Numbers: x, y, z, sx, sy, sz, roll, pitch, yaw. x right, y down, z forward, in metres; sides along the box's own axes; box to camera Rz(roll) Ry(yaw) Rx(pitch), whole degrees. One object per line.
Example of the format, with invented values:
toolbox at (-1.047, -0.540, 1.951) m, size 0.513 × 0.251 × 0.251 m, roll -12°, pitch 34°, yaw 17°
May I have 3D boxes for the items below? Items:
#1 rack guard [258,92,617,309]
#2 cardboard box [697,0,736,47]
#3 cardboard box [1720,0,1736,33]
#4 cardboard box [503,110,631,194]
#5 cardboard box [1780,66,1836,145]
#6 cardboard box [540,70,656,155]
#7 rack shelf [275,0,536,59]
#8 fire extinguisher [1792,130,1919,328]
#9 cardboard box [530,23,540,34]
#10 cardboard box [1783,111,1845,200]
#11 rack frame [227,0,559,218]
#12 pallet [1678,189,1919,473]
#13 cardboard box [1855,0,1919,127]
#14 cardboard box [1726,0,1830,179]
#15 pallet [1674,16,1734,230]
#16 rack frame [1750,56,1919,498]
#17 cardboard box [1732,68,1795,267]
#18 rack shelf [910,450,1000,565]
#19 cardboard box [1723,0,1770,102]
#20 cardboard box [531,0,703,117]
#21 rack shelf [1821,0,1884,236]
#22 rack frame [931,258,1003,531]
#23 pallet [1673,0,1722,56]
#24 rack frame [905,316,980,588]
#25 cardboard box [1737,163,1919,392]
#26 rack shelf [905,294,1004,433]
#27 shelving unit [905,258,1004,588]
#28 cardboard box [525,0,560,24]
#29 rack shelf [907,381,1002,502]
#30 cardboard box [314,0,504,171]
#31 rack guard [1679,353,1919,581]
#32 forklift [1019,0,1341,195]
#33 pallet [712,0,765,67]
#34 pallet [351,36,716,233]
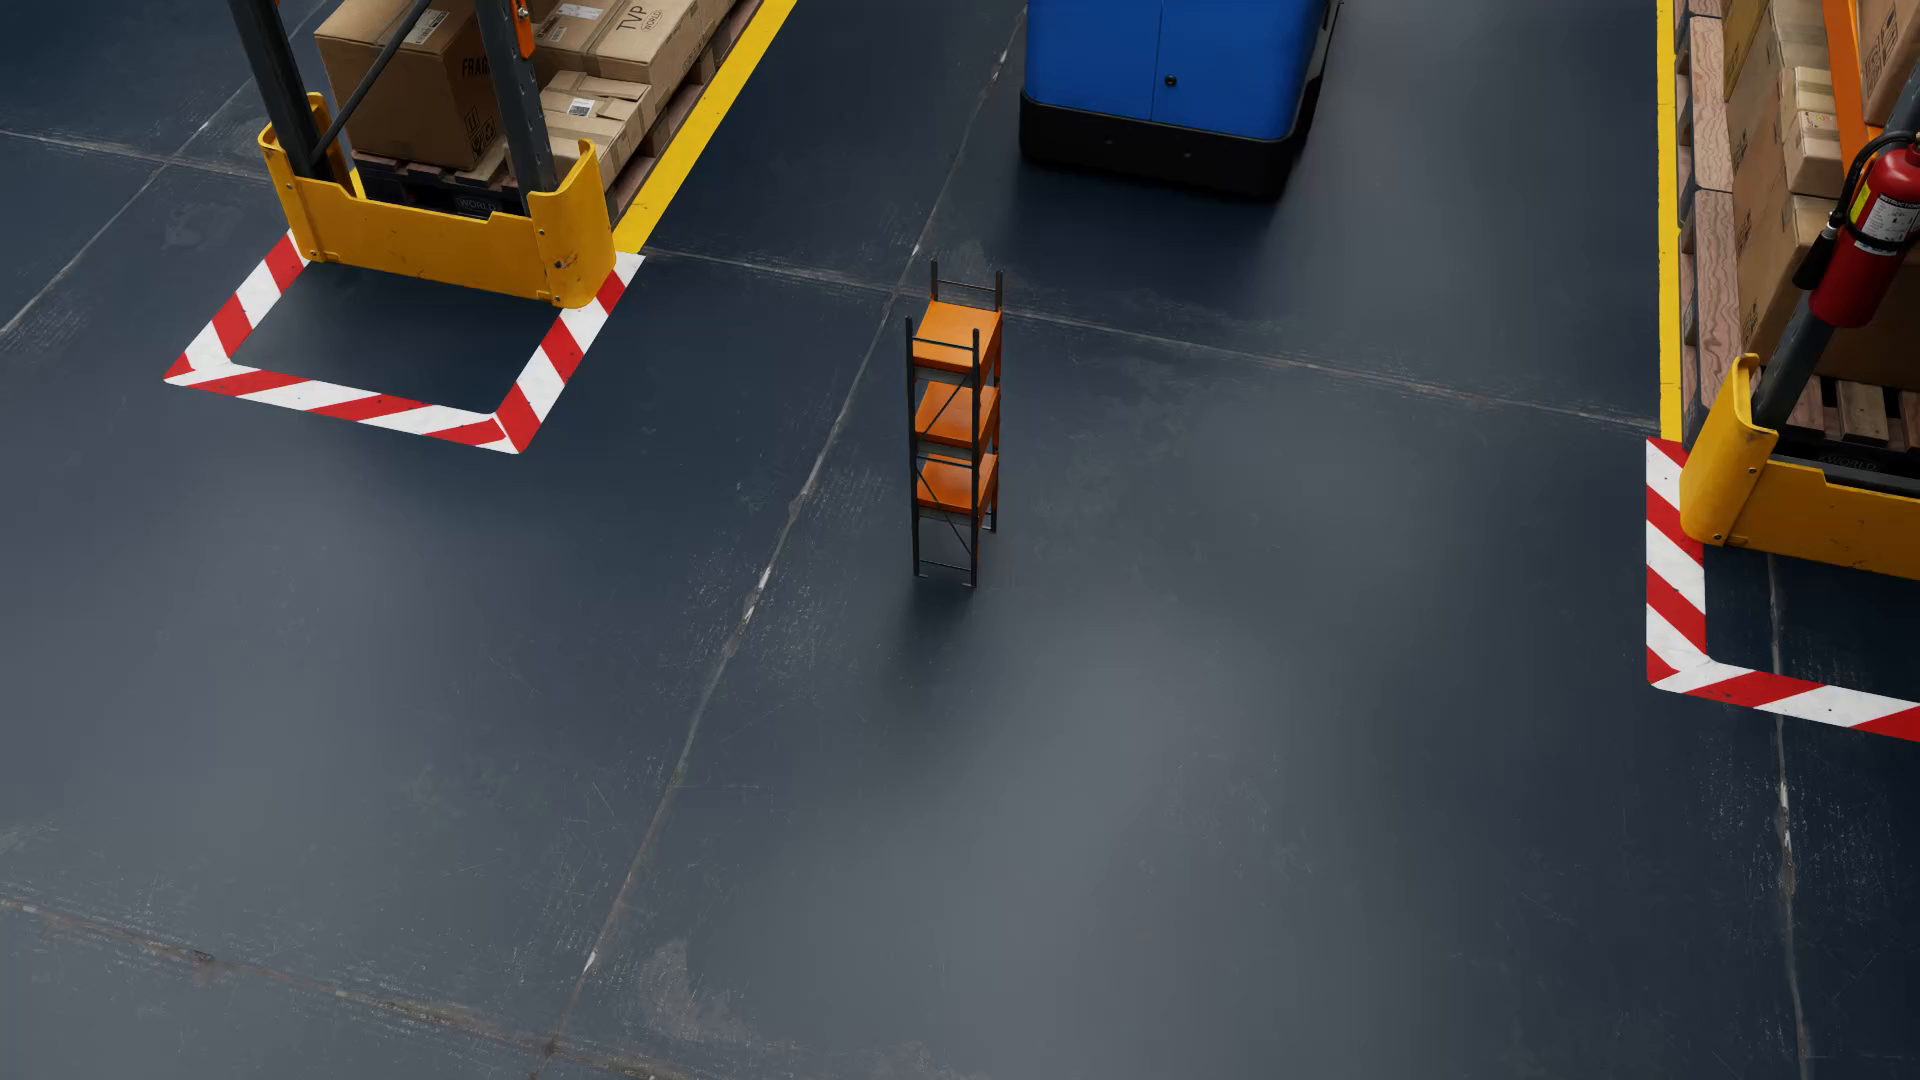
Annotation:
rack guard at (-1.867, -1.225, 5.998) m, size 1.175 × 0.500 × 0.348 m, roll 12°, pitch 50°, yaw 10°
cardboard box at (-1.207, -2.293, 6.814) m, size 0.500 × 0.250 × 0.500 m, roll 12°, pitch 50°, yaw 10°
cardboard box at (3.515, -2.344, 6.705) m, size 0.700 × 0.500 × 0.500 m, roll 11°, pitch 50°, yaw 10°
cardboard box at (-1.445, -1.434, 6.123) m, size 0.380 × 0.149 × 0.250 m, roll 12°, pitch 50°, yaw 10°
cardboard box at (2.906, -1.389, 5.429) m, size 0.380 × 0.149 × 0.250 m, roll 13°, pitch 50°, yaw 11°
cardboard box at (-1.379, -1.621, 6.276) m, size 0.380 × 0.166 × 0.250 m, roll 12°, pitch 50°, yaw 10°
rack shelf at (-1.360, -3.206, 6.558) m, size 1.077 × 0.370 × 4.000 m, roll 12°, pitch 50°, yaw 10°
fire extinguisher at (2.409, -0.855, 4.304) m, size 0.296 × 0.674 × 0.183 m, roll 12°, pitch 50°, yaw 10°
cardboard box at (-1.788, -1.922, 6.542) m, size 0.380 × 0.166 × 0.250 m, roll 12°, pitch 50°, yaw 10°
cardboard box at (2.839, -1.204, 5.266) m, size 0.380 × 0.149 × 0.250 m, roll 11°, pitch 49°, yaw 10°
rack frame at (-1.887, -1.997, 5.012) m, size 1.000 × 3.000 × 0.127 m, roll 12°, pitch 50°, yaw 10°
pallet at (3.028, -0.693, 5.721) m, size 1.003 × 0.211 × 1.213 m, roll 12°, pitch 50°, yaw 10°
cardboard box at (3.018, -1.492, 4.366) m, size 0.980 × 0.700 × 0.700 m, roll 14°, pitch 50°, yaw 12°
cardboard box at (3.245, -1.586, 6.036) m, size 0.700 × 0.500 × 0.500 m, roll 10°, pitch 49°, yaw 9°
pallet at (3.351, -1.573, 6.498) m, size 1.003 × 0.211 × 1.213 m, roll 12°, pitch 50°, yaw 10°
rack frame at (2.893, -1.022, 4.152) m, size 1.000 × 3.000 × 0.127 m, roll 12°, pitch 50°, yaw 10°
cardboard box at (3.113, -1.222, 5.715) m, size 0.700 × 0.500 × 0.500 m, roll 11°, pitch 50°, yaw 10°
rack shelf at (-0.014, -0.118, 5.039) m, size 0.215 × 0.259 × 0.240 m, roll 12°, pitch 50°, yaw 10°
cardboard box at (3.378, -1.973, 6.378) m, size 0.700 × 0.500 × 0.500 m, roll 13°, pitch 50°, yaw 11°
cardboard box at (-1.338, -1.932, 6.495) m, size 0.500 × 0.250 × 0.500 m, roll 12°, pitch 50°, yaw 10°
rack shelf at (3.420, -2.231, 5.698) m, size 1.077 × 0.370 × 4.000 m, roll 12°, pitch 50°, yaw 10°
rack frame at (0.018, -0.397, 4.900) m, size 0.200 × 1.050 × 0.008 m, roll 12°, pitch 50°, yaw 10°
pallet at (3.671, -2.458, 7.279) m, size 1.003 × 0.211 × 1.213 m, roll 12°, pitch 50°, yaw 10°
rack frame at (-0.046, -0.220, 4.744) m, size 0.200 × 1.050 × 0.008 m, roll 12°, pitch 50°, yaw 10°
cardboard box at (2.981, -0.860, 5.396) m, size 0.700 × 0.500 × 0.500 m, roll 12°, pitch 50°, yaw 10°
rack shelf at (-0.014, -0.489, 4.617) m, size 0.215 × 0.259 × 0.240 m, roll 12°, pitch 50°, yaw 10°
shelving unit at (-0.014, -0.309, 4.822) m, size 0.215 × 1.050 × 0.252 m, roll 12°, pitch 50°, yaw 10°
cardboard box at (-1.702, -2.356, 6.869) m, size 0.500 × 0.250 × 0.500 m, roll 12°, pitch 50°, yaw 10°
rack shelf at (-0.014, -0.302, 4.830) m, size 0.215 × 0.259 × 0.240 m, roll 12°, pitch 50°, yaw 10°
cardboard box at (-1.981, -1.757, 6.174) m, size 0.500 × 0.500 × 0.500 m, roll 12°, pitch 50°, yaw 10°
rack guard at (2.887, -0.178, 5.073) m, size 1.175 × 0.500 × 0.348 m, roll 12°, pitch 50°, yaw 10°
forklift at (1.134, -3.410, 6.305) m, size 1.130 × 2.935 × 3.031 m, roll 12°, pitch 50°, yaw 11°
pallet at (-1.335, -2.586, 7.392) m, size 1.003 × 0.211 × 1.213 m, roll 12°, pitch 50°, yaw 10°
pallet at (-1.658, -1.706, 6.615) m, size 1.003 × 0.211 × 1.213 m, roll 12°, pitch 50°, yaw 10°
